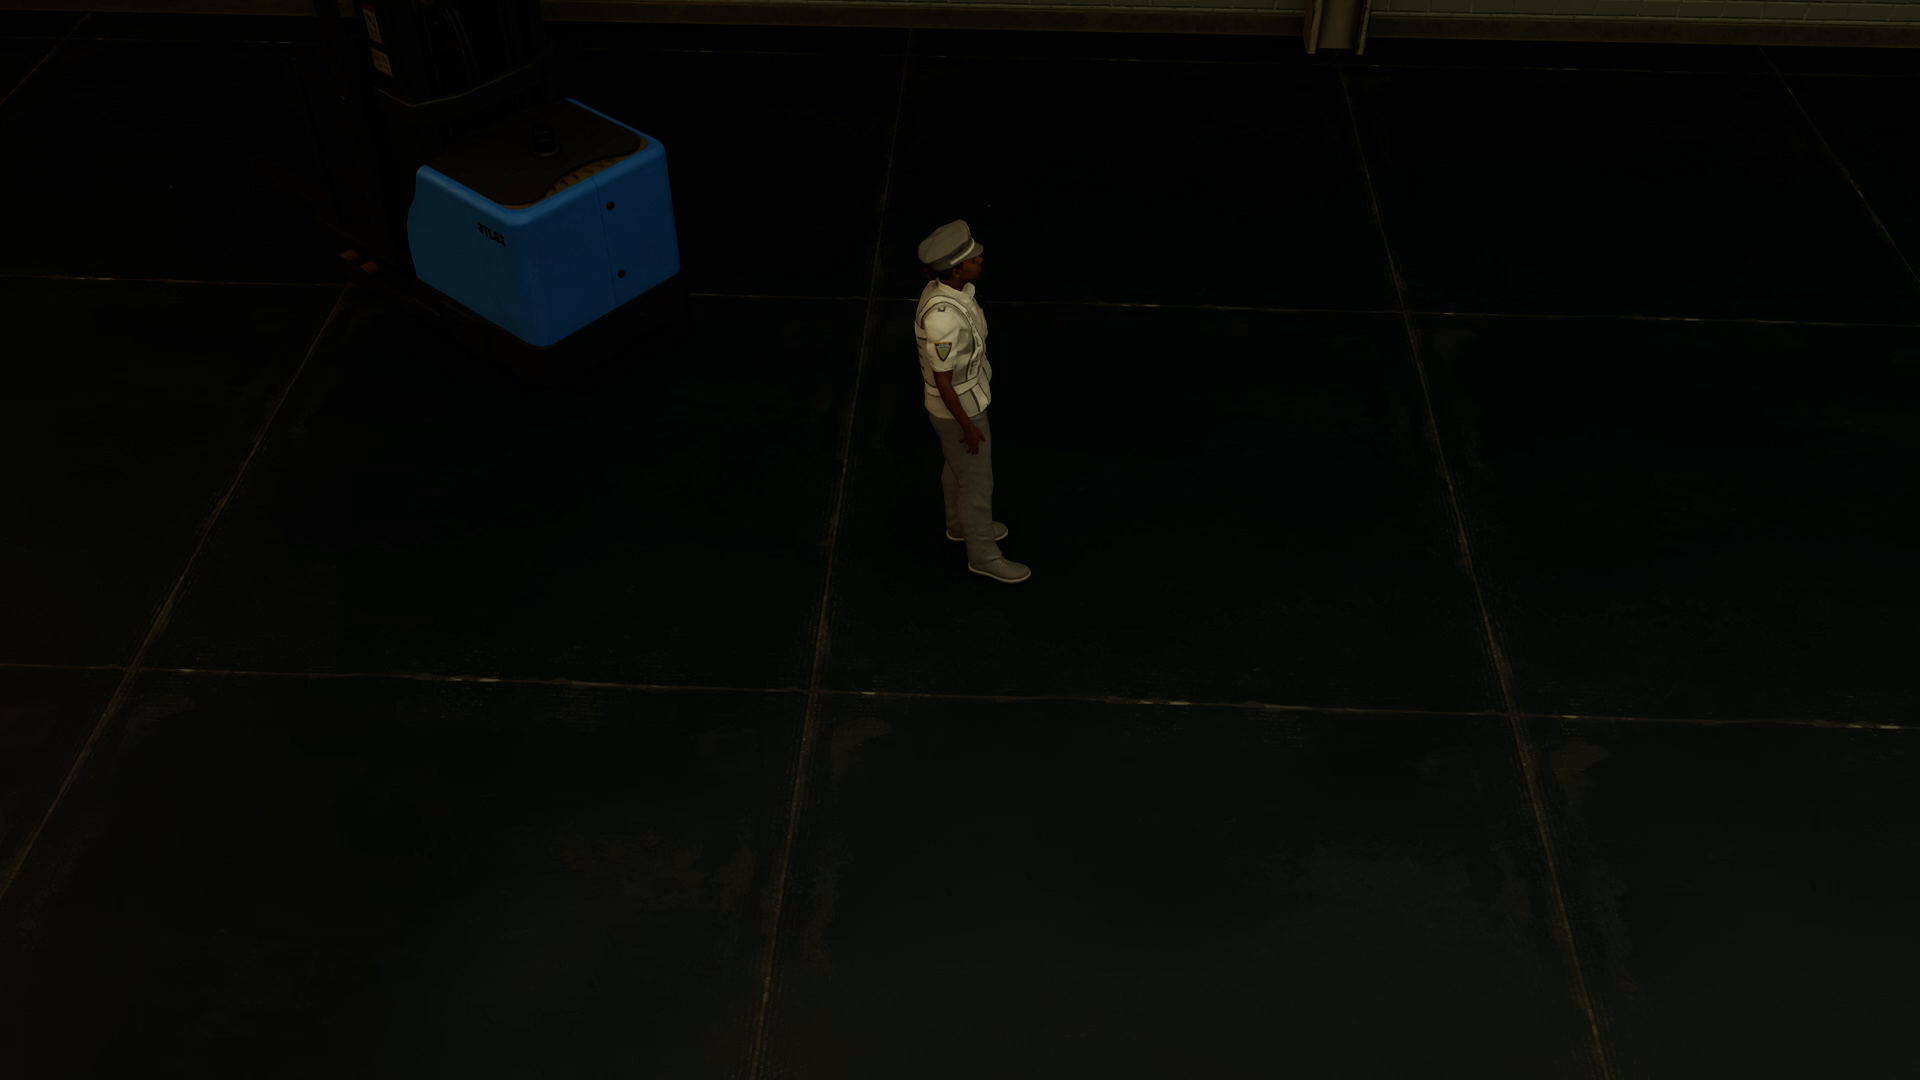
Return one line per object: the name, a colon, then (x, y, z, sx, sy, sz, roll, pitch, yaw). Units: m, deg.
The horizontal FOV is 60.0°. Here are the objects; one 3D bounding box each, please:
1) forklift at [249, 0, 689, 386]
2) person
forklift: (-2.958, -2.736, 8.739, 3.031, 2.935, 1.130, 30, 50, 29)
person: (0.074, -0.614, 7.324, 0.530, 1.692, 0.569, 2, 42, 2)
